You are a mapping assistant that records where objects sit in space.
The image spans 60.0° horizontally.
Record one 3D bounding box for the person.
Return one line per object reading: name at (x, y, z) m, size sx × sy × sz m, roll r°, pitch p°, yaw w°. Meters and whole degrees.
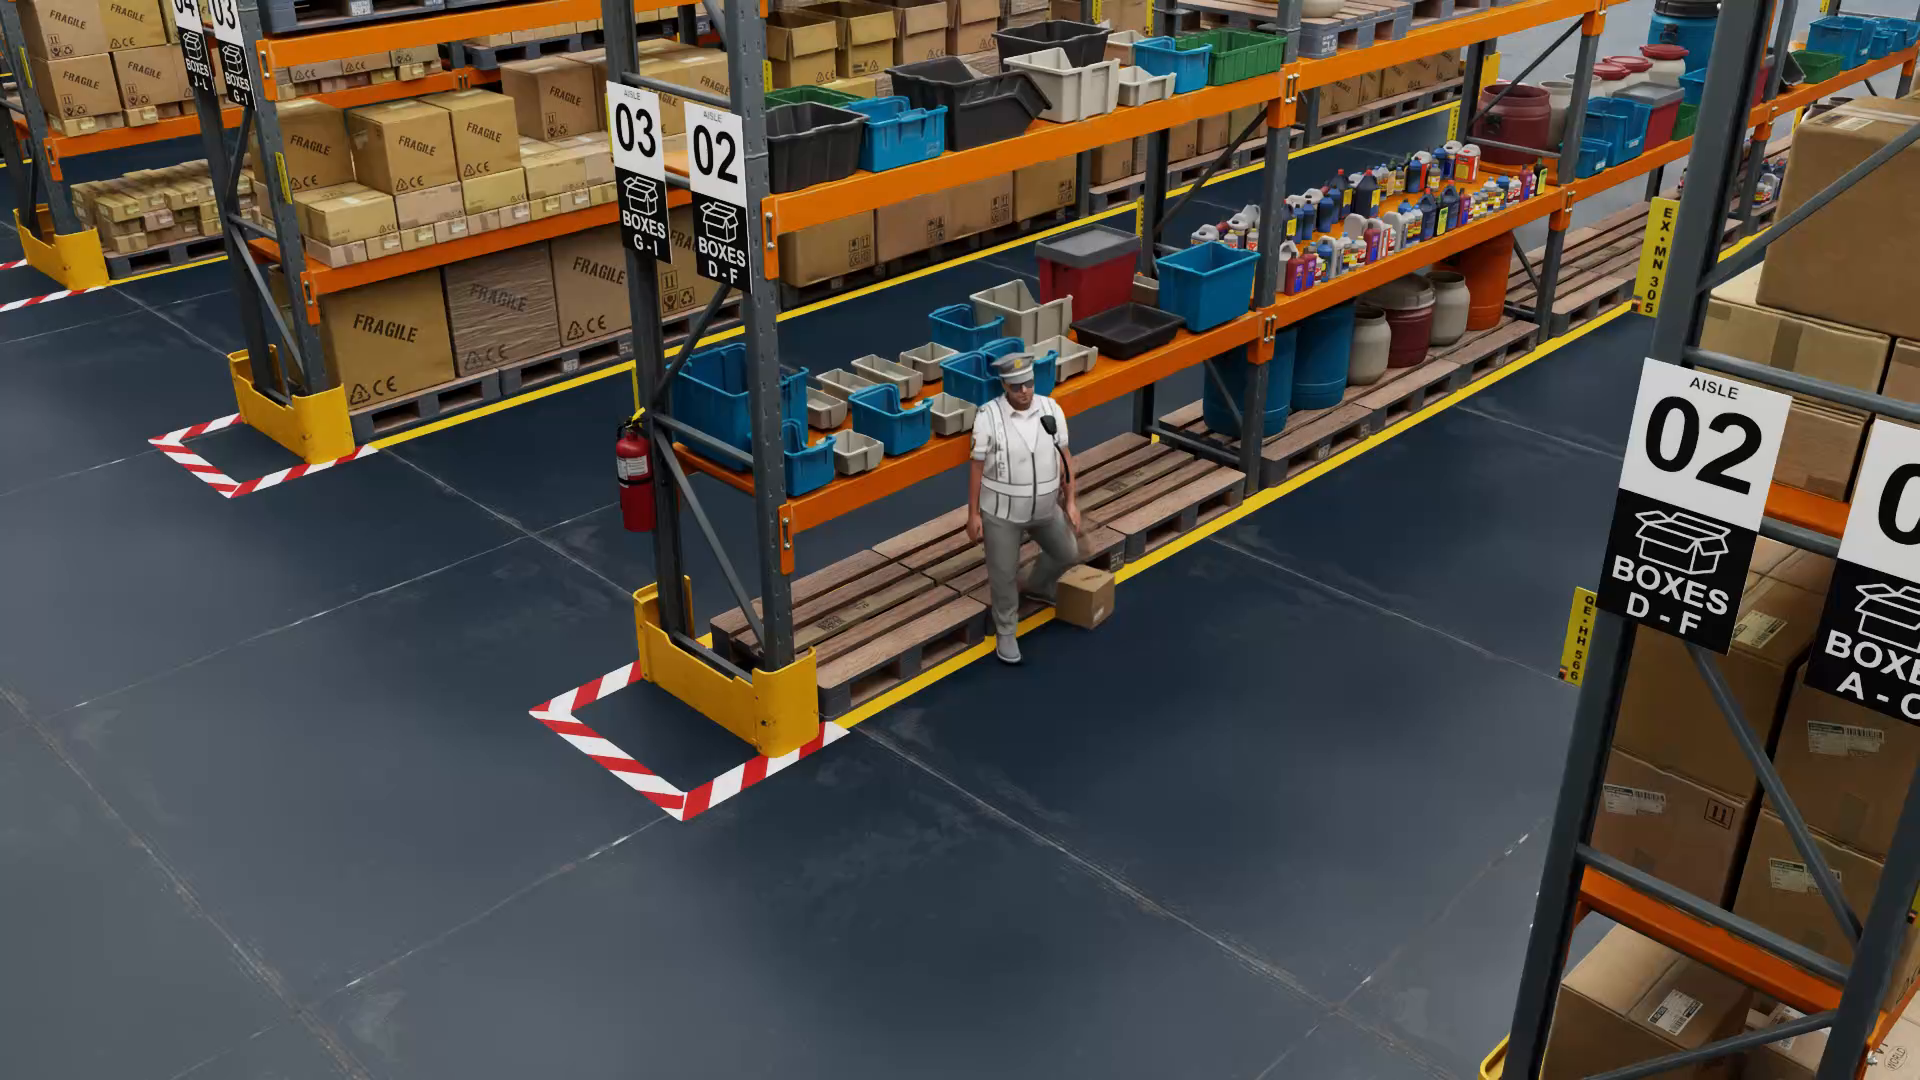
person at (0.385, -0.230, 9.041) m, size 0.755 × 1.741 × 0.559 m, roll -12°, pitch 30°, yaw -21°
